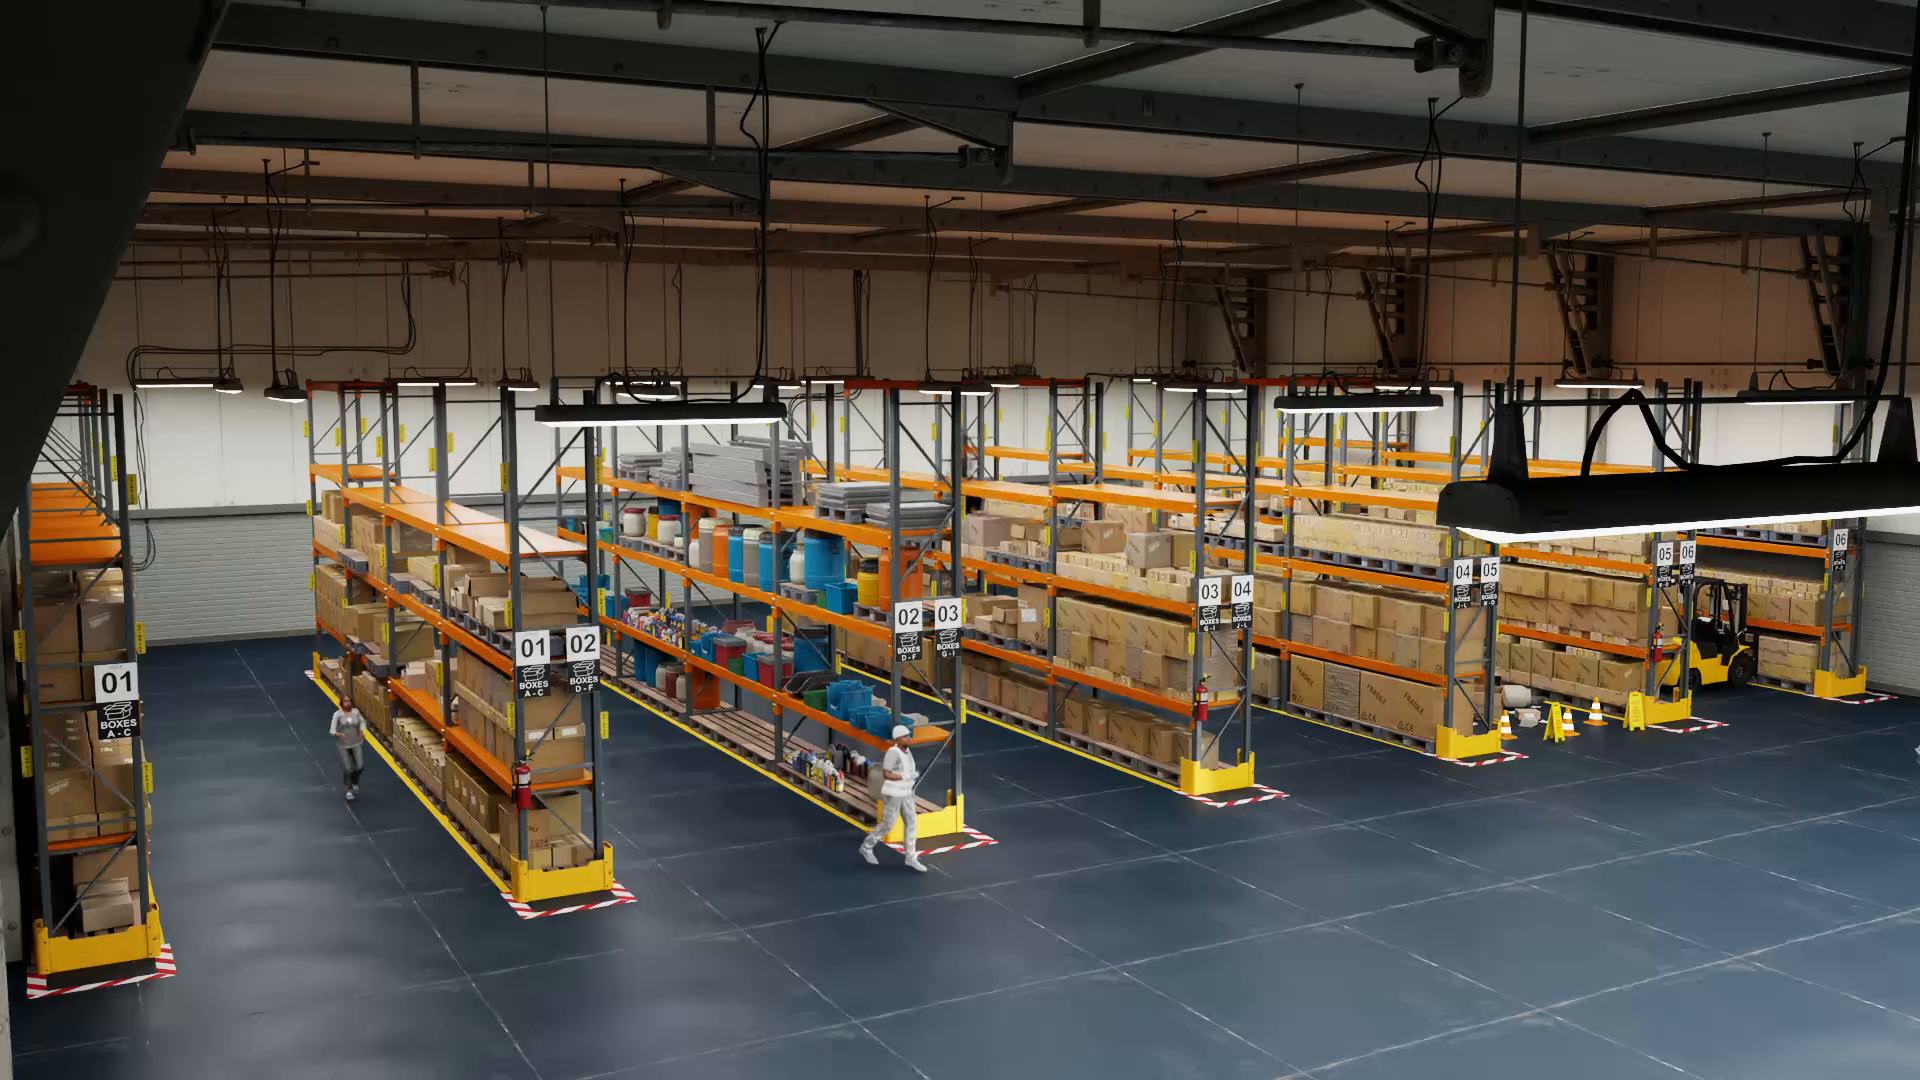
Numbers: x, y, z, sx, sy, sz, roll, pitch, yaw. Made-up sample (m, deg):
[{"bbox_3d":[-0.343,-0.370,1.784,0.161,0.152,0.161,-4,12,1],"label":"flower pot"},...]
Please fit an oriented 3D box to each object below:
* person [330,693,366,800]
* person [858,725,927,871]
[{"bbox_3d":[-8.810,2.996,24.002,0.502,1.558,0.537,-4,7,-31],"label":"person"},{"bbox_3d":[-0.798,3.218,20.896,0.895,1.802,0.686,3,7,24],"label":"person"}]
